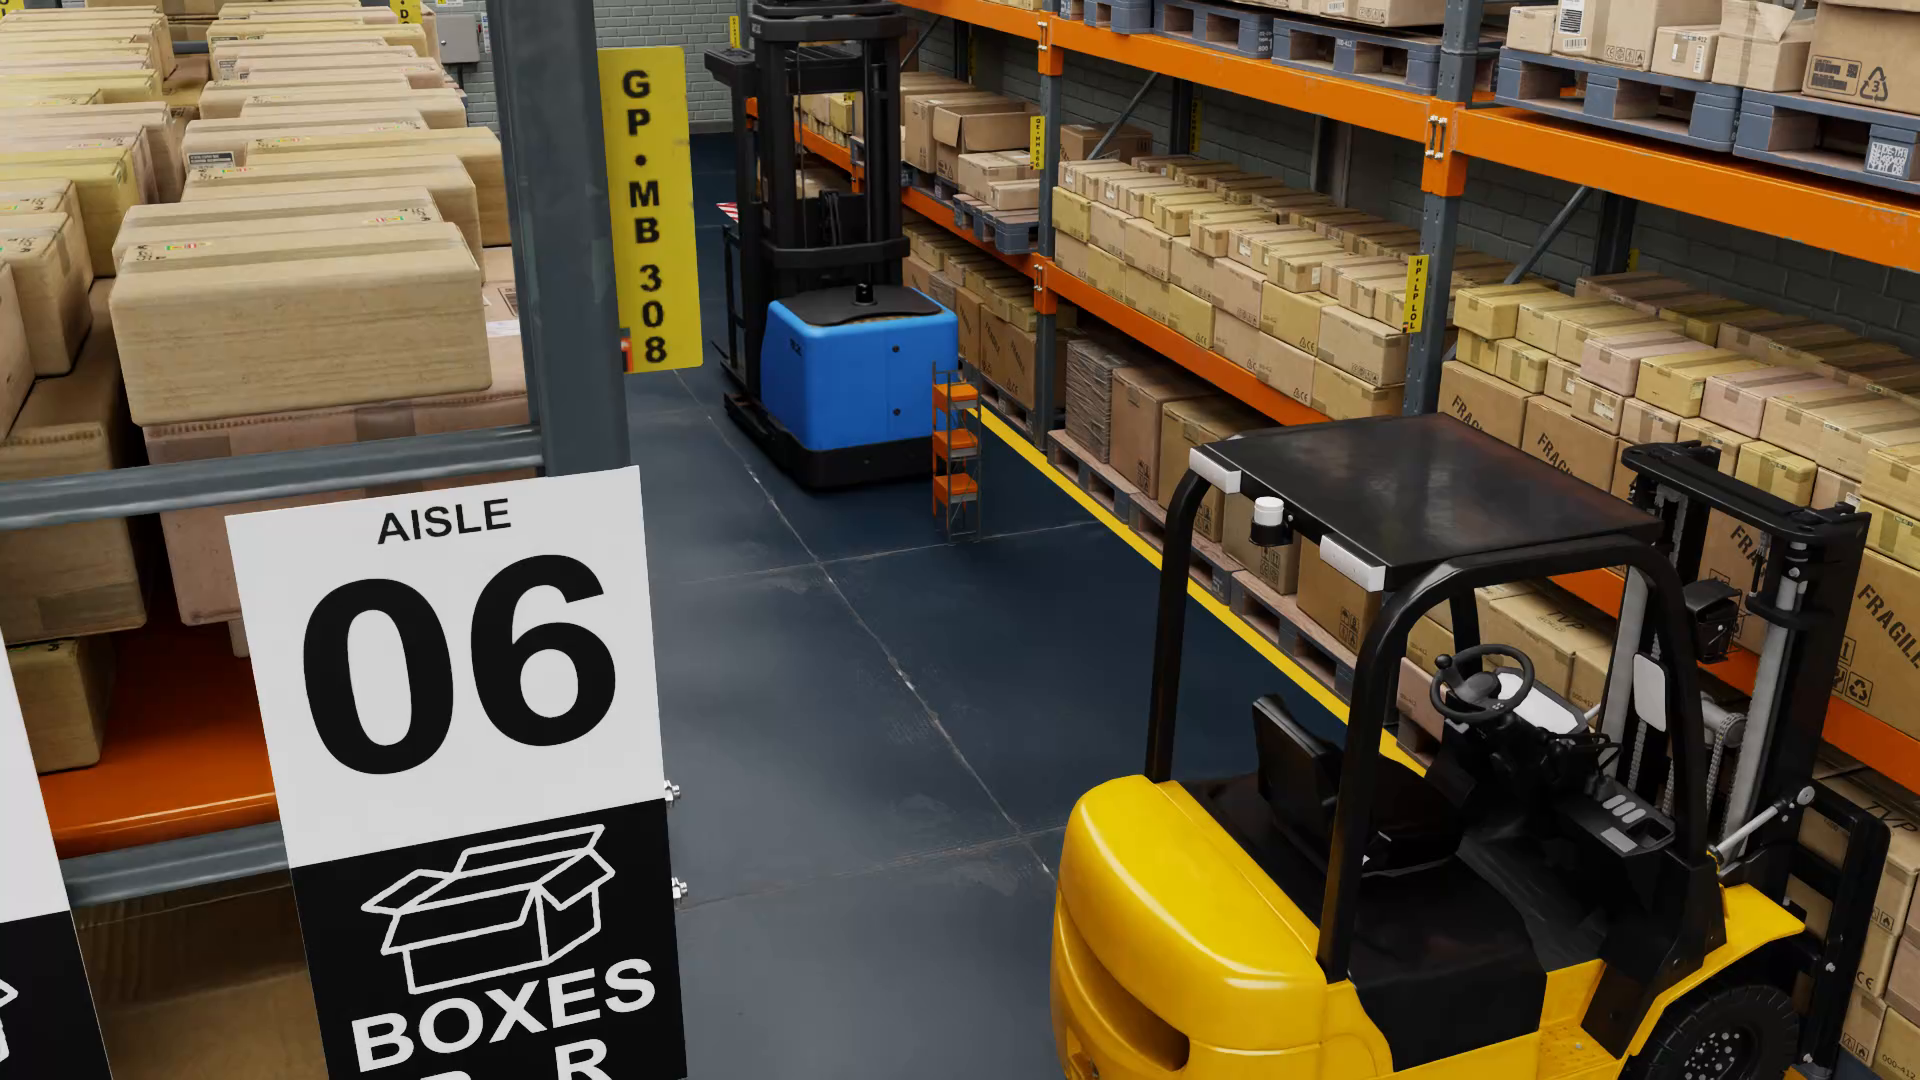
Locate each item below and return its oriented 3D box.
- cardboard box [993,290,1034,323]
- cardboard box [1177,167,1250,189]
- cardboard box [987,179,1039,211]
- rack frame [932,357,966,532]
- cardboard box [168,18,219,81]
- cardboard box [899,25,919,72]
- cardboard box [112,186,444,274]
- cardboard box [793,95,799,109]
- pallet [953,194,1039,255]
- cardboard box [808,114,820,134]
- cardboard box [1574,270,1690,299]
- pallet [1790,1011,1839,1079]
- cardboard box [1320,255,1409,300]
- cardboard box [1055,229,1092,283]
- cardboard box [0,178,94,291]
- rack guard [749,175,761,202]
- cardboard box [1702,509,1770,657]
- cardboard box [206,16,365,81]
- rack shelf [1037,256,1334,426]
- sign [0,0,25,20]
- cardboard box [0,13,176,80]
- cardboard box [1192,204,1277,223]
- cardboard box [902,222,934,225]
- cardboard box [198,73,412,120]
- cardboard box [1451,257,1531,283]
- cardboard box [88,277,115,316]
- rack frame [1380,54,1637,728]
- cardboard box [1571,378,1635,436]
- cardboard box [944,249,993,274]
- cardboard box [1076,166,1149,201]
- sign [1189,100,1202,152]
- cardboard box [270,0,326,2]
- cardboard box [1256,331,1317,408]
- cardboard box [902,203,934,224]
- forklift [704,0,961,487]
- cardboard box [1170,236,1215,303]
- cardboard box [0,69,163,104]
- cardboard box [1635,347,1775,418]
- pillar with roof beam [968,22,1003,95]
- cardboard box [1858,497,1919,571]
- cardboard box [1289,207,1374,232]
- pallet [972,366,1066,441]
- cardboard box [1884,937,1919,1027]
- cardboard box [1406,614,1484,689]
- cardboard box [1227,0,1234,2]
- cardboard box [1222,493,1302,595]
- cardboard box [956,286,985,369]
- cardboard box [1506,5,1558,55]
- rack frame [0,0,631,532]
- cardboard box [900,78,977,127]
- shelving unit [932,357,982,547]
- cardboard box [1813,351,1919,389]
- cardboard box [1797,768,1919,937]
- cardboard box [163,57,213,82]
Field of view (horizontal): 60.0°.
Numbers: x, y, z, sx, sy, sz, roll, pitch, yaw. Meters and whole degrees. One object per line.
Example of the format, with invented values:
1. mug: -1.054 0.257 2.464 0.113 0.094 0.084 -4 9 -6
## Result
1. cardboard box: 0.453 -1.638 11.616 0.380 0.149 0.250 -10 25 -22
2. cardboard box: 1.526 -2.130 9.977 0.380 0.149 0.250 -8 24 -19
3. cardboard box: 0.399 -2.321 11.178 0.380 0.149 0.250 -8 24 -18
4. rack frame: -0.062 -0.548 9.697 0.200 1.050 0.008 -8 24 -19
5. cardboard box: -2.581 -1.621 5.523 0.500 0.250 0.500 -9 24 -20
6. cardboard box: -0.700 -4.502 15.414 0.500 0.500 0.500 -9 24 -20
7. cardboard box: -0.865 -0.349 2.150 0.380 0.149 0.250 -8 24 -19
8. cardboard box: -1.367 -4.281 15.854 0.500 0.250 0.500 -9 24 -20
9. pallet: 0.685 -2.206 11.368 1.213 0.211 1.003 -8 24 -19
10. cardboard box: -1.182 -3.847 15.339 0.380 0.149 0.250 -9 24 -20
11. cardboard box: 2.799 -1.012 6.941 0.380 0.149 0.250 -8 24 -19
12. pallet: 3.080 1.420 6.110 1.003 0.211 1.213 -8 24 -19
13. cardboard box: 1.930 -1.230 7.843 0.380 0.149 0.250 -8 24 -19
14. cardboard box: 0.918 -1.794 10.336 0.500 0.250 0.500 -8 24 -19
15. cardboard box: -1.384 -0.374 2.209 0.380 0.149 0.250 -9 24 -20
16. rack guard: -1.809 -3.785 18.086 1.175 0.500 0.348 -8 24 -19
17. cardboard box: 2.853 0.103 5.514 0.500 0.500 0.500 -8 24 -19
18. cardboard box: -1.751 -1.280 4.359 0.380 0.149 0.250 -8 24 -18
19. rack shelf: 1.697 -0.999 9.185 1.077 0.370 4.000 -8 24 -19
20. sign: -2.757 -1.646 4.759 0.100 0.325 0.005 -8 24 -19
21. cardboard box: -2.314 -1.306 4.421 0.380 0.149 0.250 -8 24 -17
22. cardboard box: 1.475 -1.697 8.951 0.380 0.149 0.250 -8 24 -19
23. cardboard box: -0.375 -2.595 13.886 0.380 0.149 0.250 -9 24 -20
24. cardboard box: -1.269 -0.817 3.260 0.380 0.149 0.250 -8 24 -18
25. cardboard box: 2.434 -1.211 7.797 0.380 0.149 0.250 -9 25 -21
26. cardboard box: -1.423 -0.252 2.434 0.500 0.250 0.500 -9 24 -20
27. rack frame: 2.403 -0.604 7.321 1.000 3.000 0.127 -8 24 -19
28. cardboard box: 2.499 -0.513 6.140 0.380 0.149 0.250 -8 24 -18
29. cardboard box: 0.097 -2.125 12.771 0.380 0.149 0.250 -8 24 -19
30. cardboard box: 0.923 -2.149 10.024 0.380 0.149 0.250 -8 24 -18
31. sign: 1.508 -2.668 10.728 0.100 0.325 0.005 -8 24 -19
32. cardboard box: -2.256 -2.106 6.031 0.500 0.250 0.500 -9 24 -20
33. cardboard box: 1.798 -0.864 8.131 0.500 0.250 0.500 -8 24 -19
34. cardboard box: -0.408 -2.734 13.834 0.380 0.149 0.250 -10 25 -22
35. forklift: -1.031 -2.218 11.239 1.130 2.935 3.031 -9 25 -21
36. cardboard box: 1.466 -1.467 8.918 0.500 0.250 0.500 -8 24 -18
37. cardboard box: -1.807 -0.843 3.322 0.380 0.149 0.250 -8 24 -18
38. cardboard box: 2.625 -0.557 5.863 0.380 0.149 0.250 -9 24 -20
39. pillar with roof beam: -3.853 -6.061 12.545 9.100 9.000 0.400 -8 24 -19
40. cardboard box: 2.956 -0.046 5.033 0.380 0.149 0.250 -8 24 -19
41. cardboard box: 1.985 -1.667 8.878 0.380 0.149 0.250 -8 24 -19
42. pallet: 0.762 -1.049 11.967 1.003 0.211 1.213 -8 24 -19
43. cardboard box: 3.185 1.375 4.982 0.500 0.250 0.500 -9 24 -20
44. cardboard box: 2.285 0.457 7.159 0.500 0.250 0.500 -8 24 -19
45. cardboard box: 1.458 -2.748 8.200 0.380 0.149 0.250 -9 24 -20
46. cardboard box: 1.941 -0.174 8.818 0.875 0.625 0.625 -9 24 -20
47. cardboard box: 0.285 -1.596 12.353 0.500 0.500 0.500 -7 24 -17
48. cardboard box: 2.278 -1.905 6.201 0.380 0.149 0.250 -8 24 -18
49. rack frame: -0.826 -1.233 1.089 1.000 3.000 0.127 -8 24 -19
50. cardboard box: -0.278 -3.356 13.180 0.700 0.500 0.500 -8 24 -18
51. shelving unit: -0.019 -0.503 9.592 0.215 1.050 0.252 -8 24 -19
52. cardboard box: 3.221 -0.542 5.827 0.380 0.149 0.250 -9 24 -20
53. cardboard box: 2.988 0.971 5.297 0.500 0.250 0.500 -8 24 -18
54. cardboard box: -2.340 -1.174 4.622 0.500 0.250 0.500 -9 24 -20
